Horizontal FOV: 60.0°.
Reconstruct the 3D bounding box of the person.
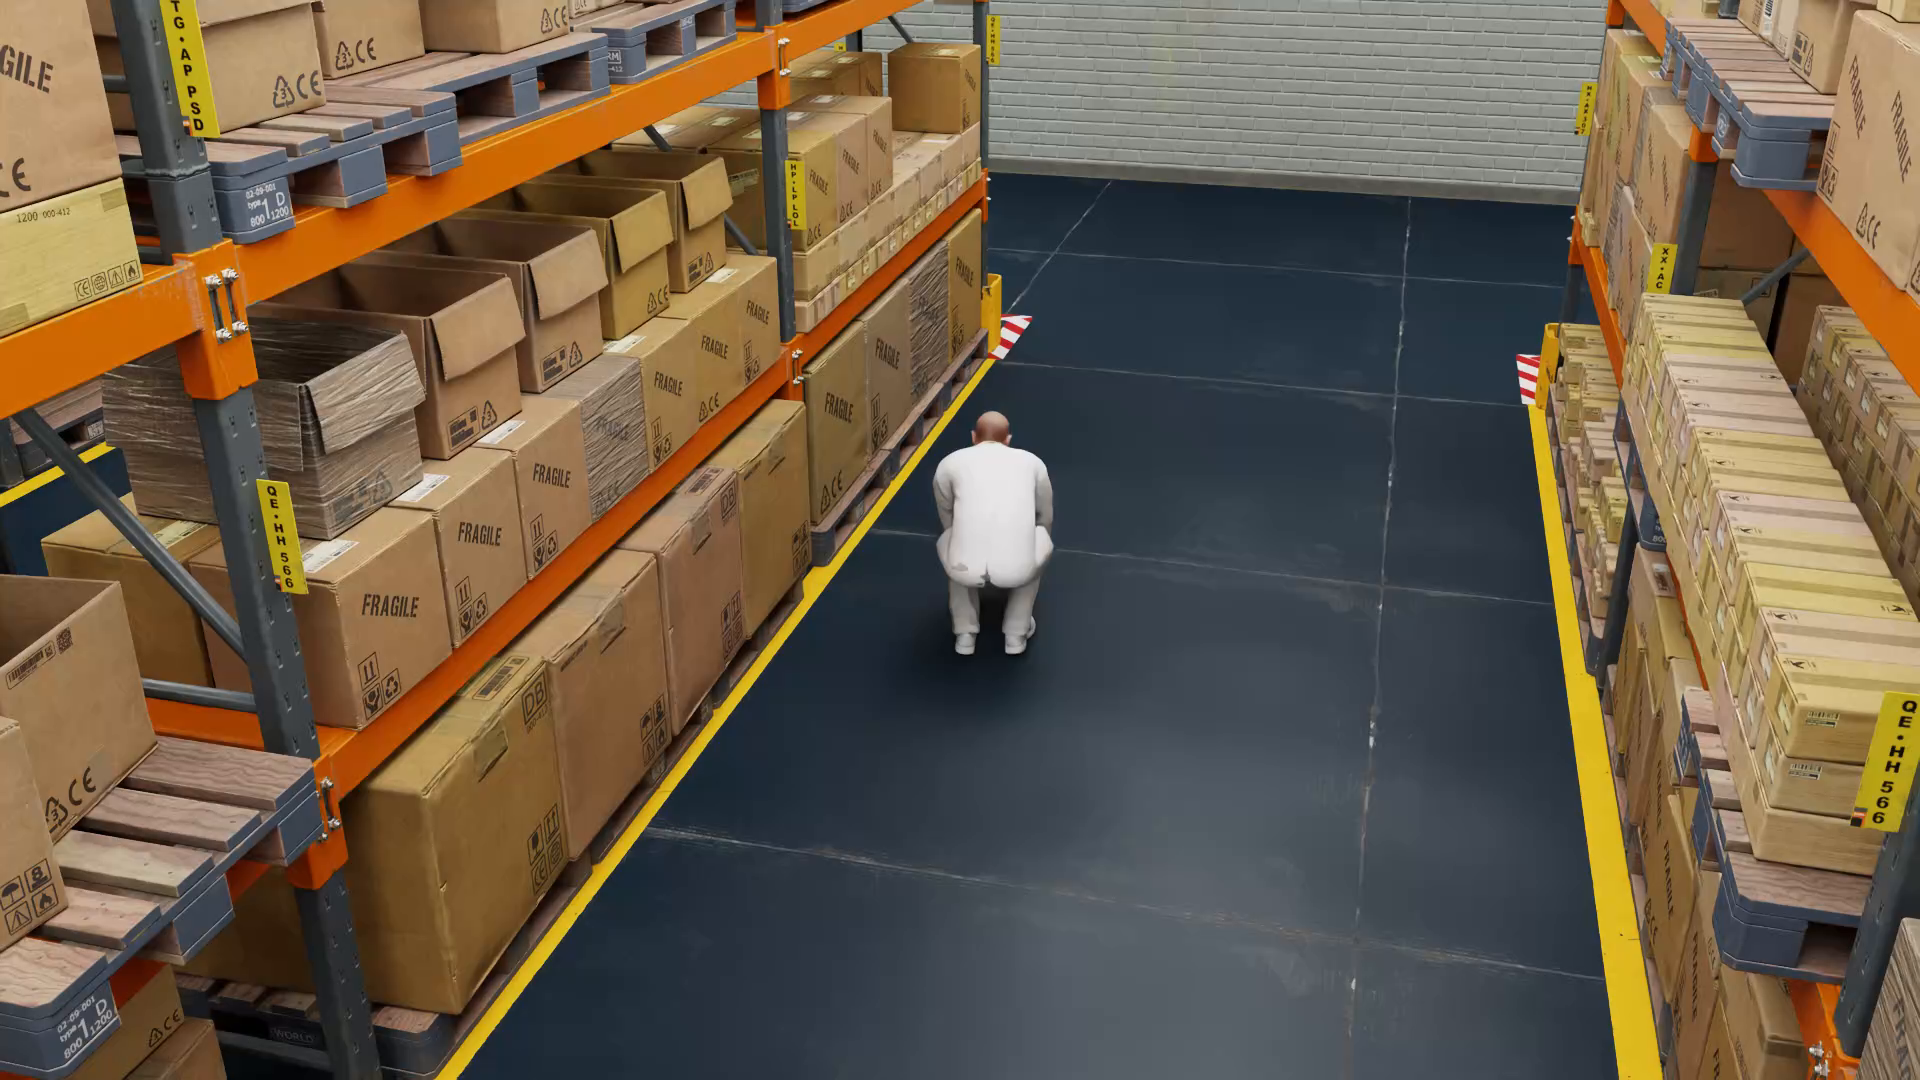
[{"bbox_3d":[0.157,-0.017,8.052,0.609,1.029,0.895,4,25,8],"label":"person"}]
